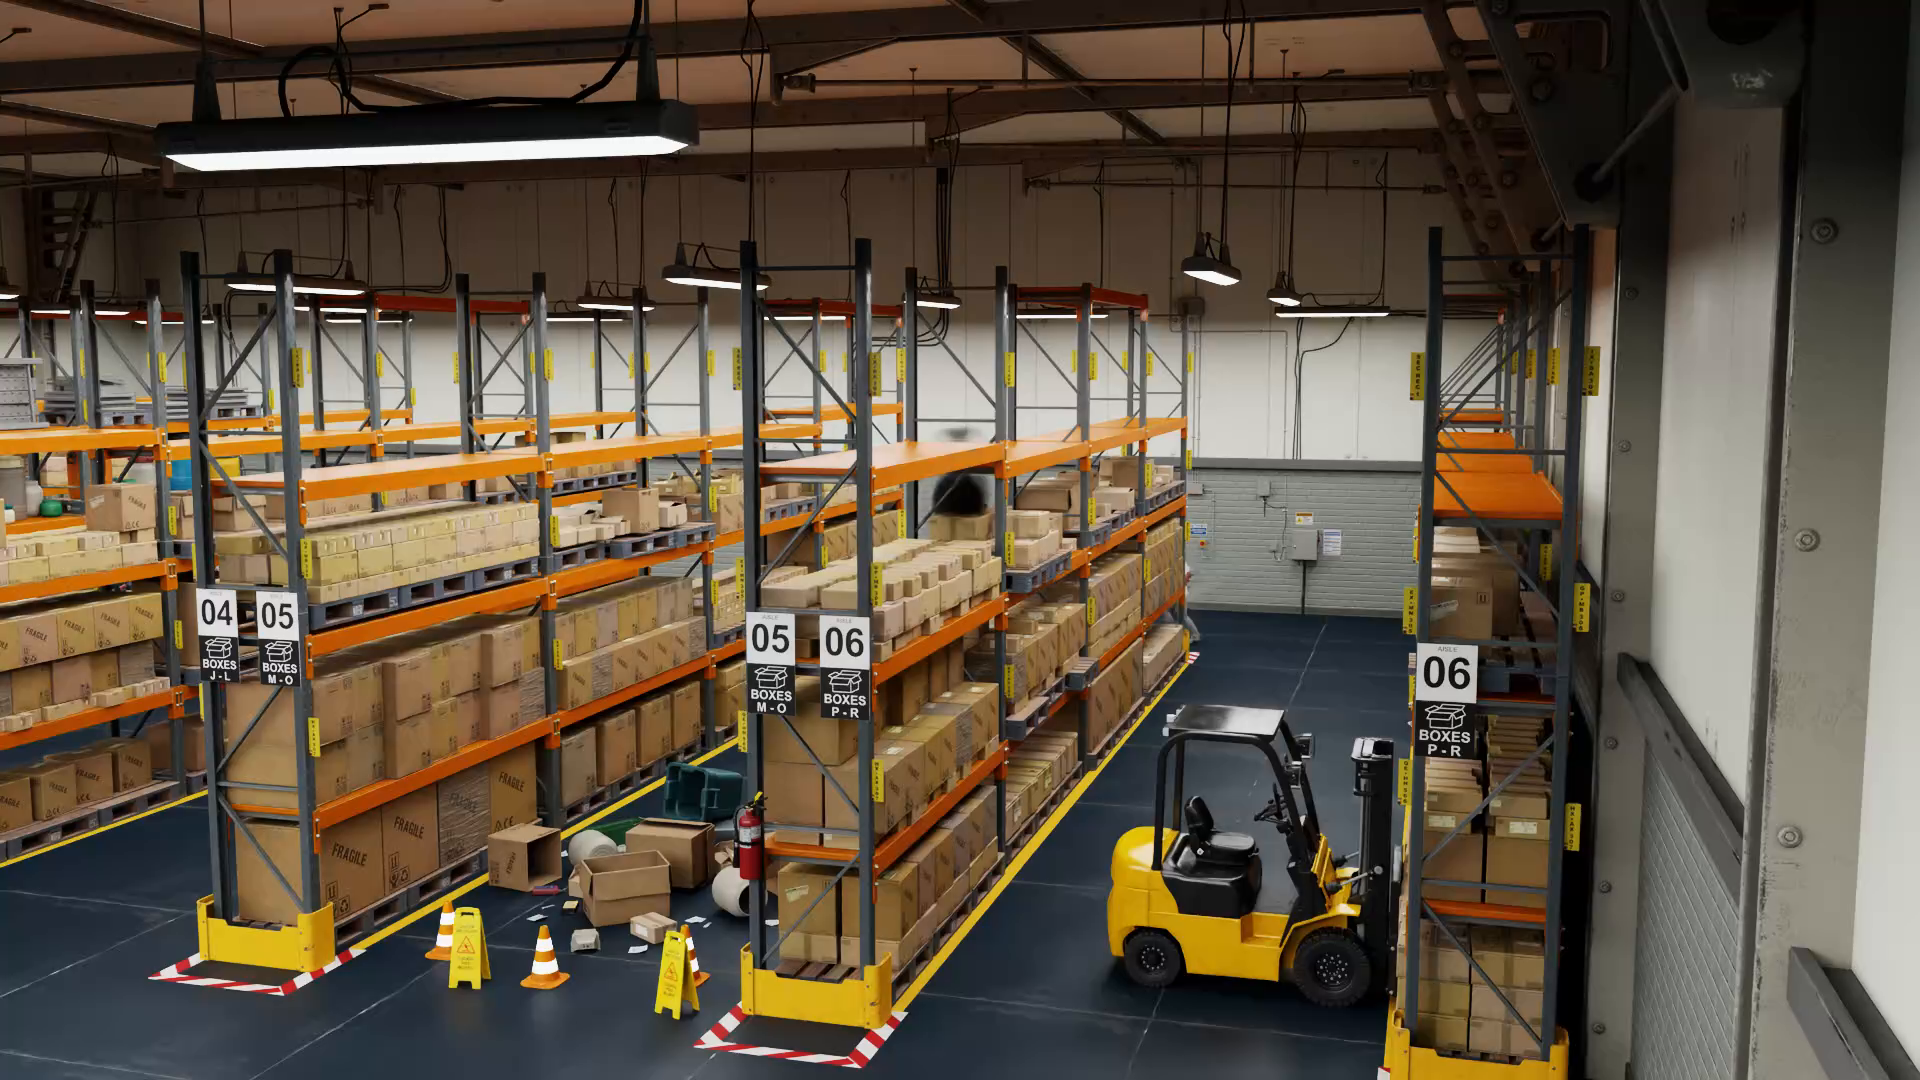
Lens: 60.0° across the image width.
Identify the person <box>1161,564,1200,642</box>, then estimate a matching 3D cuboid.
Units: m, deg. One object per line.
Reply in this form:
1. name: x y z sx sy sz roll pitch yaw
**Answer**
1. person: 3.884 0.995 29.628 0.812 1.775 0.623 0 6 3
